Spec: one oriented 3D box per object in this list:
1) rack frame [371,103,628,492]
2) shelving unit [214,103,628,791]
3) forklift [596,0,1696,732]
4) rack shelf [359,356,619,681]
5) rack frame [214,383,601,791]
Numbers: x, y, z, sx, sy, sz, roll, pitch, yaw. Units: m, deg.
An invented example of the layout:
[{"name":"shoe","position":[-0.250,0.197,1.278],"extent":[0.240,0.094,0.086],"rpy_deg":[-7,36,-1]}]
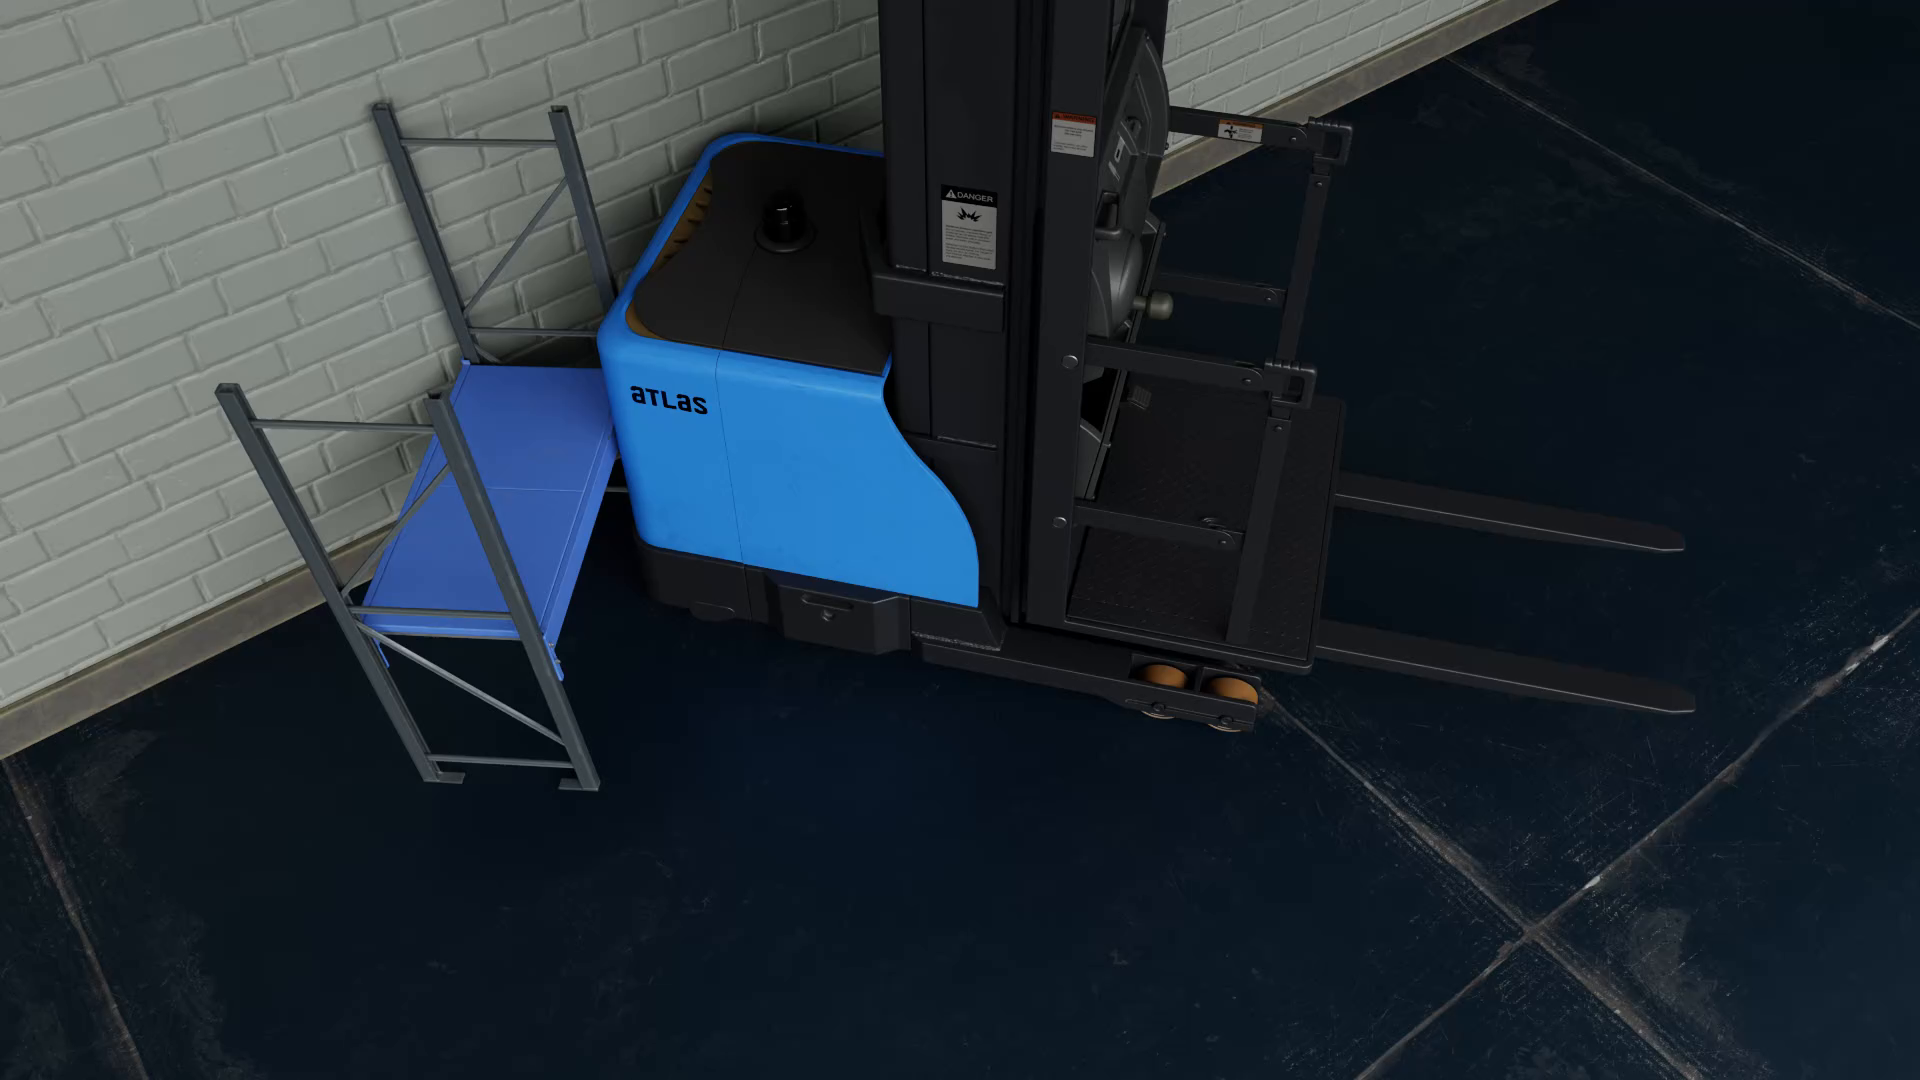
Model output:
[{"name":"rack frame","position":[-1.187,-0.587,4.717],"extent":[0.500,1.500,0.032],"rpy_deg":[2,49,6]},{"name":"shelving unit","position":[-1.236,-0.203,4.386],"extent":[0.538,1.500,1.048],"rpy_deg":[2,49,6]},{"name":"forklift","position":[0.610,-0.874,4.064],"extent":[3.031,2.935,1.130],"rpy_deg":[10,49,9]},{"name":"rack shelf","position":[-1.226,-0.085,4.522],"extent":[0.538,0.185,1.000],"rpy_deg":[2,49,6]},{"name":"rack frame","position":[-1.284,0.180,4.056],"extent":[0.500,1.500,0.032],"rpy_deg":[2,49,6]}]
